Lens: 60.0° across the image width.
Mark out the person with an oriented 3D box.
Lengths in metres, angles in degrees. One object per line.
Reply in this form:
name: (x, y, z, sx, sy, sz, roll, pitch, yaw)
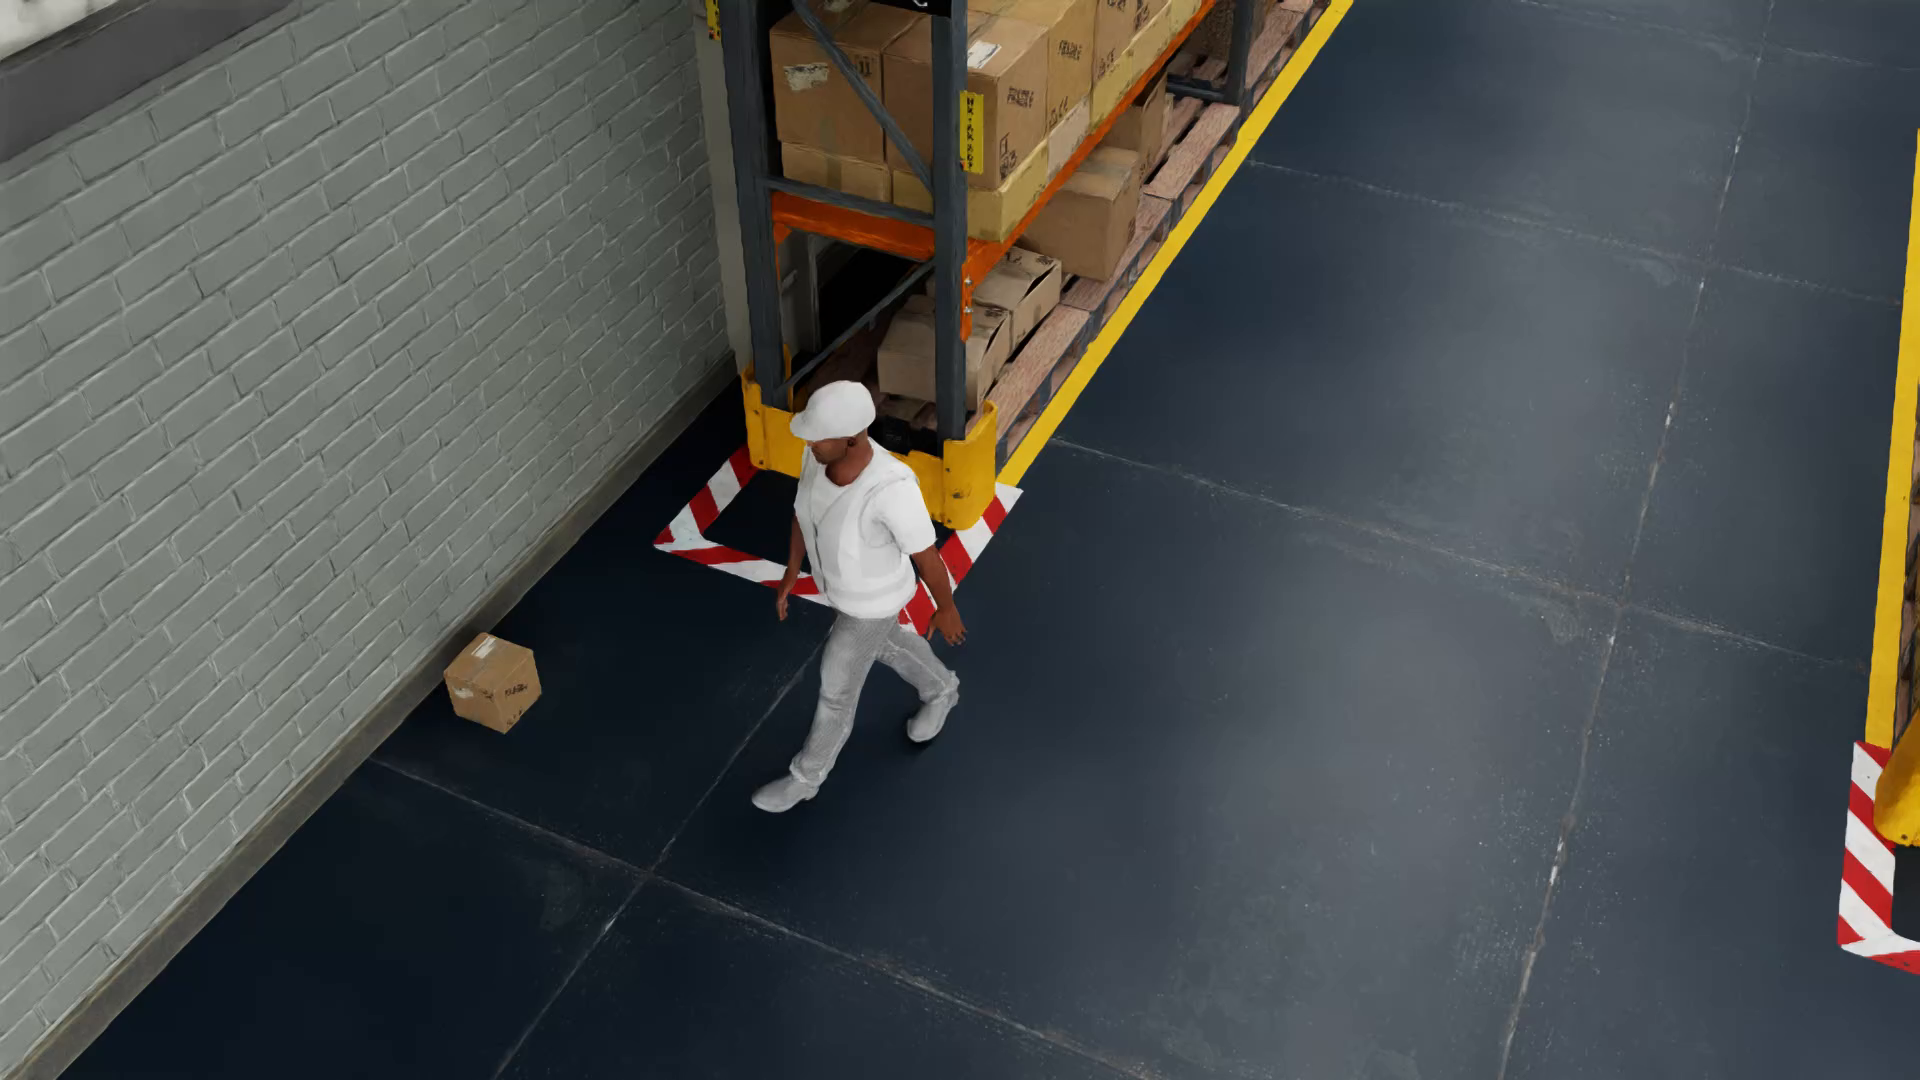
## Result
person: (-0.409, 0.192, 5.925, 0.994, 1.715, 0.653, -25, 48, -26)
